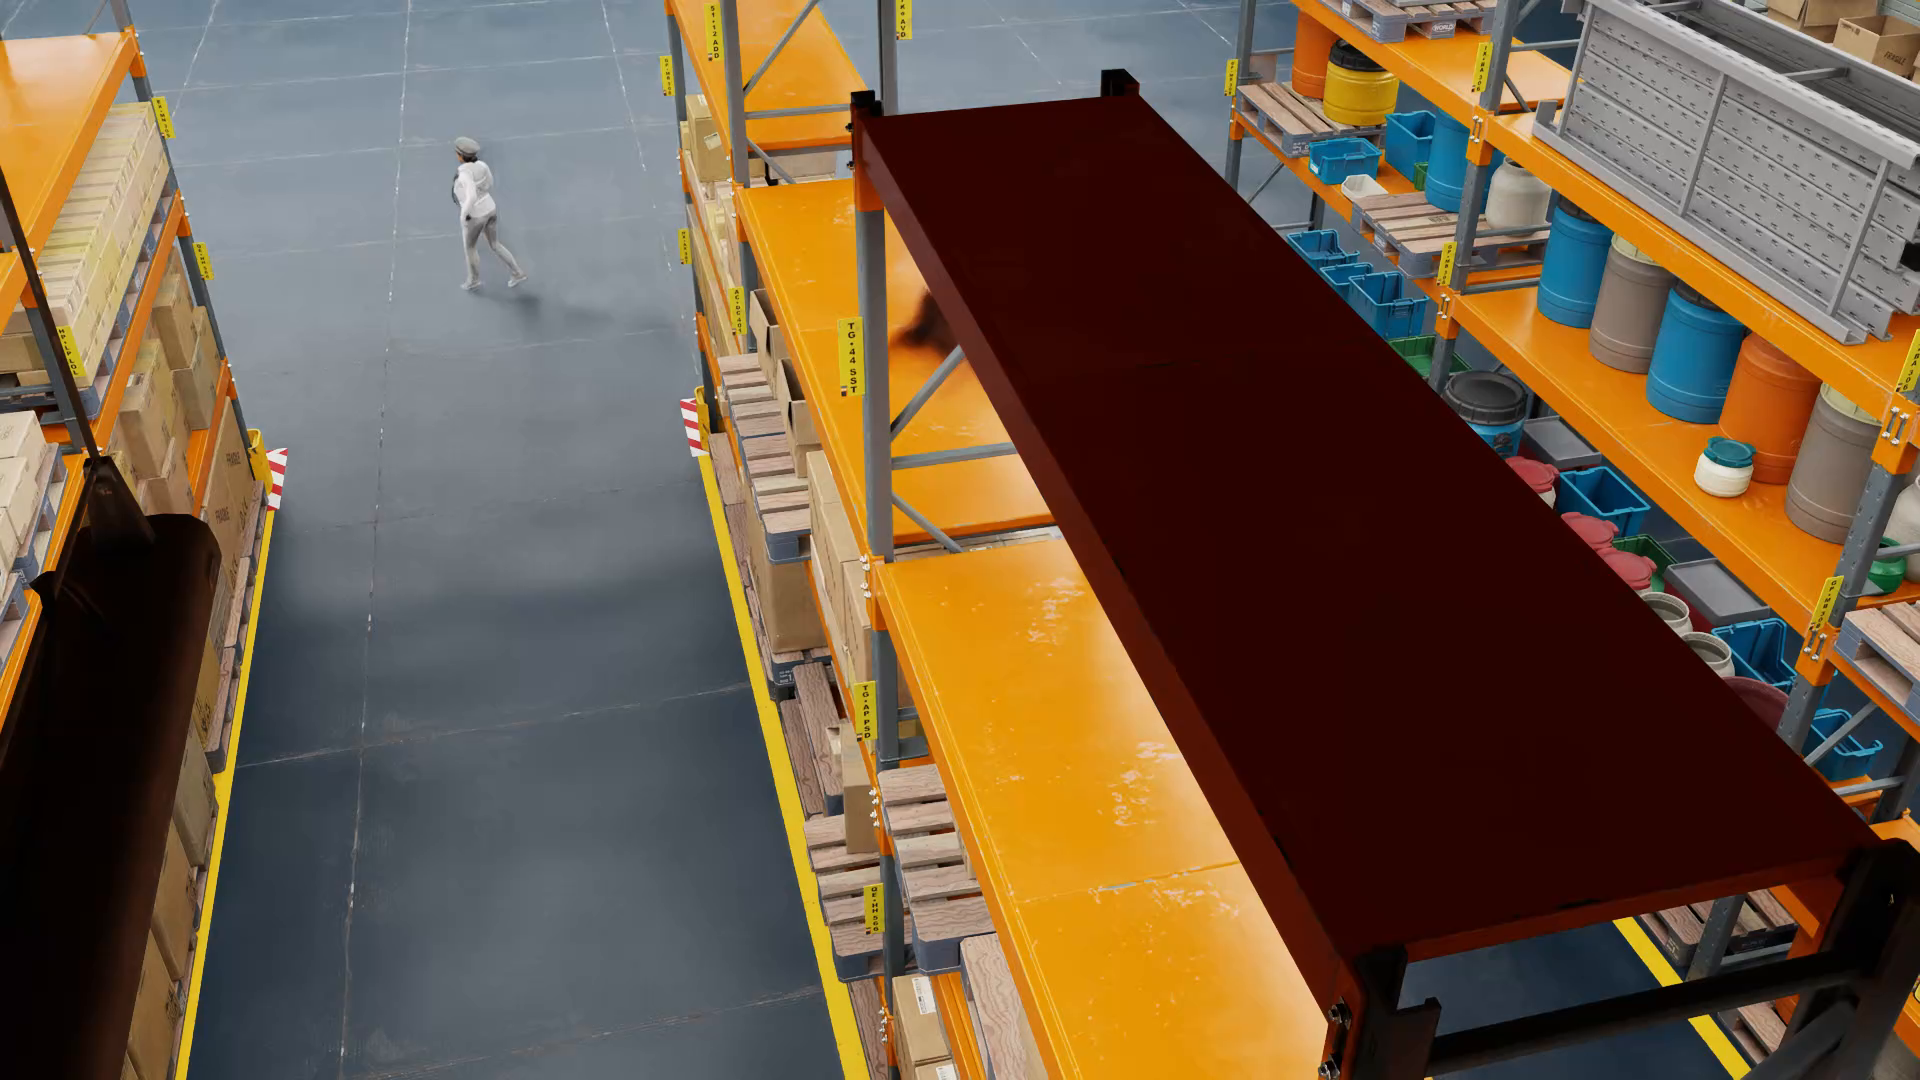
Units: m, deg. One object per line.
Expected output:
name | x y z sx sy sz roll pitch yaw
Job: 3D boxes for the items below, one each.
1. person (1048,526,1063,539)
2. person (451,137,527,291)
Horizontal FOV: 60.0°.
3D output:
person | 0.576 -0.041 12.591 0.699 1.752 0.900 -11 36 -16
person | -5.053 -3.393 17.552 0.805 1.737 0.629 14 37 20
